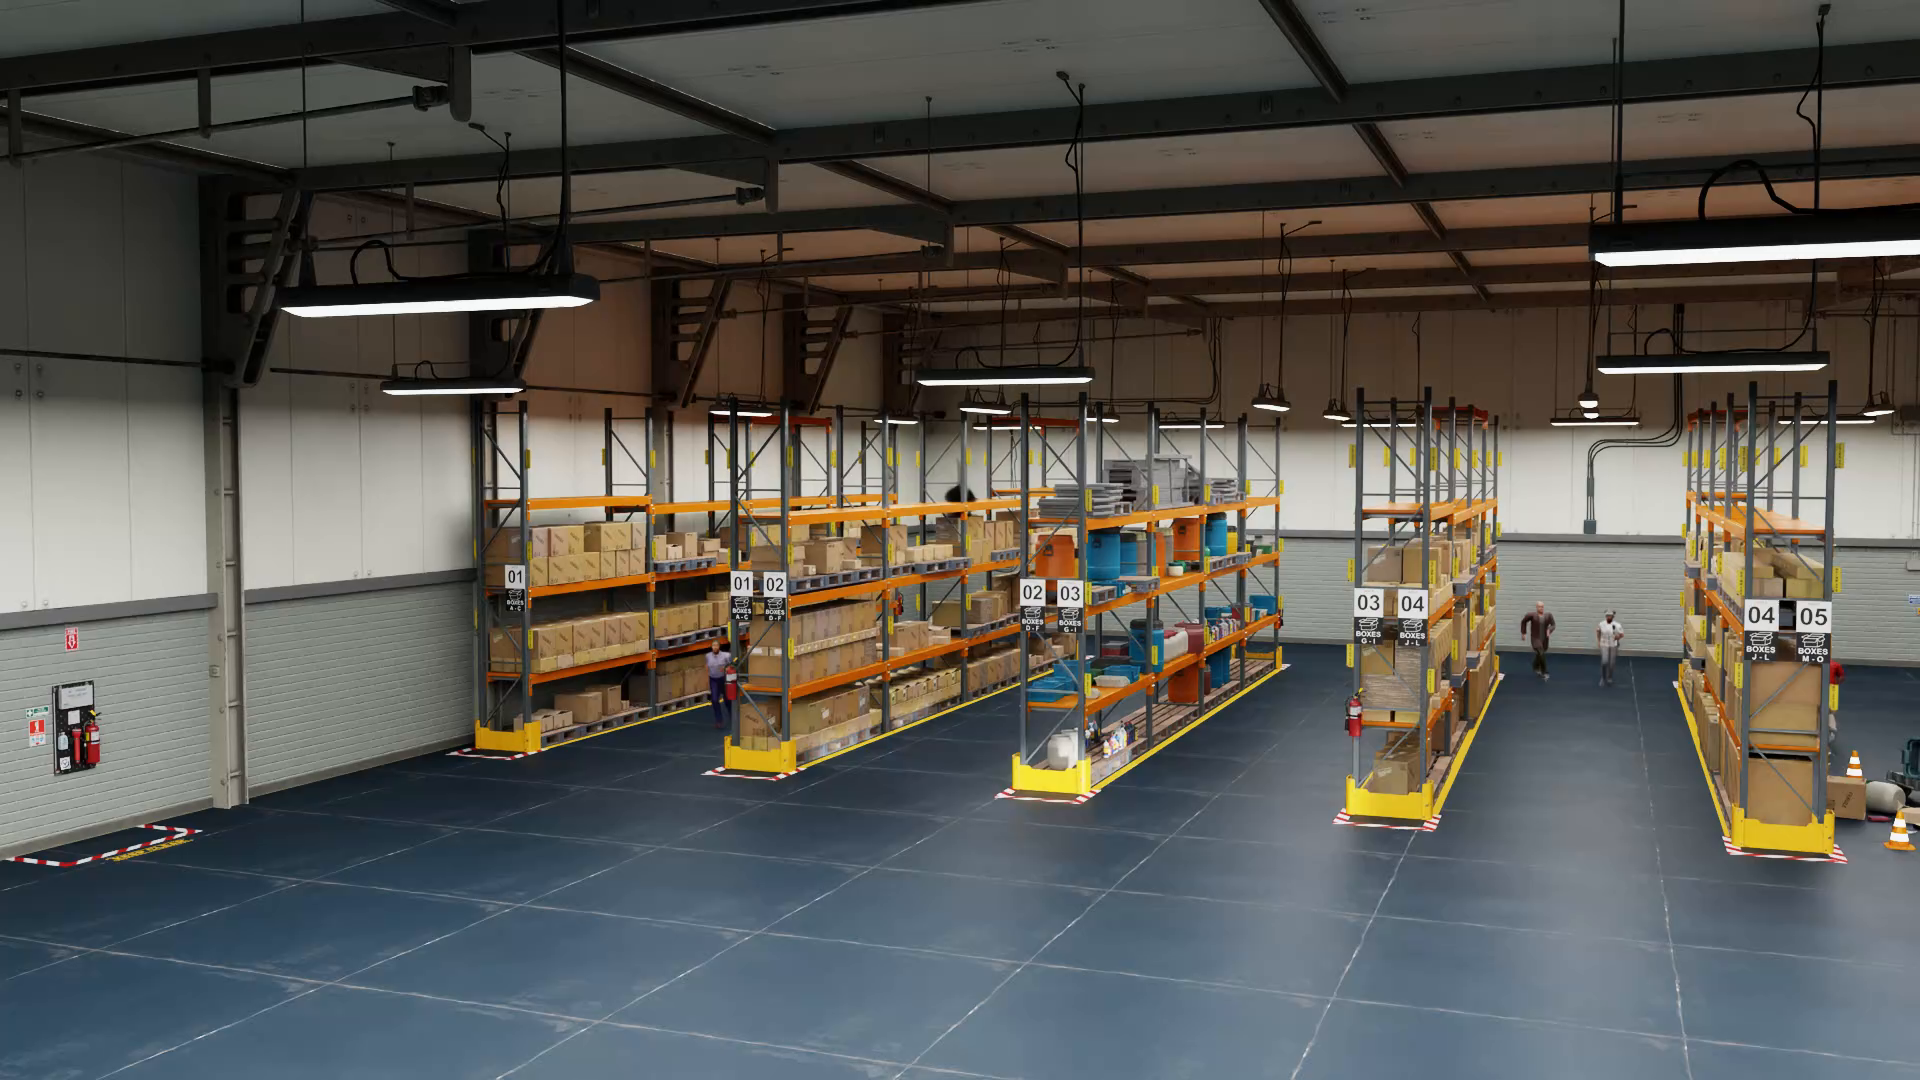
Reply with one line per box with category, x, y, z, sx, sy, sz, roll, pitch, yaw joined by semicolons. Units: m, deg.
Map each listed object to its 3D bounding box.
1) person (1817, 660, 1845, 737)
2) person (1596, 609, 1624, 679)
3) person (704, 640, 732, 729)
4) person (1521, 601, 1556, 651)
person;15.322;2.699;29.460;0.659;1.588;0.709;1;3;17
person;14.337;2.309;36.681;0.548;1.584;0.714;1;3;18
person;-4.495;2.663;31.040;0.597;1.617;0.863;0;3;0
person;13.222;1.962;37.850;0.679;1.137;0.652;0;3;-7
